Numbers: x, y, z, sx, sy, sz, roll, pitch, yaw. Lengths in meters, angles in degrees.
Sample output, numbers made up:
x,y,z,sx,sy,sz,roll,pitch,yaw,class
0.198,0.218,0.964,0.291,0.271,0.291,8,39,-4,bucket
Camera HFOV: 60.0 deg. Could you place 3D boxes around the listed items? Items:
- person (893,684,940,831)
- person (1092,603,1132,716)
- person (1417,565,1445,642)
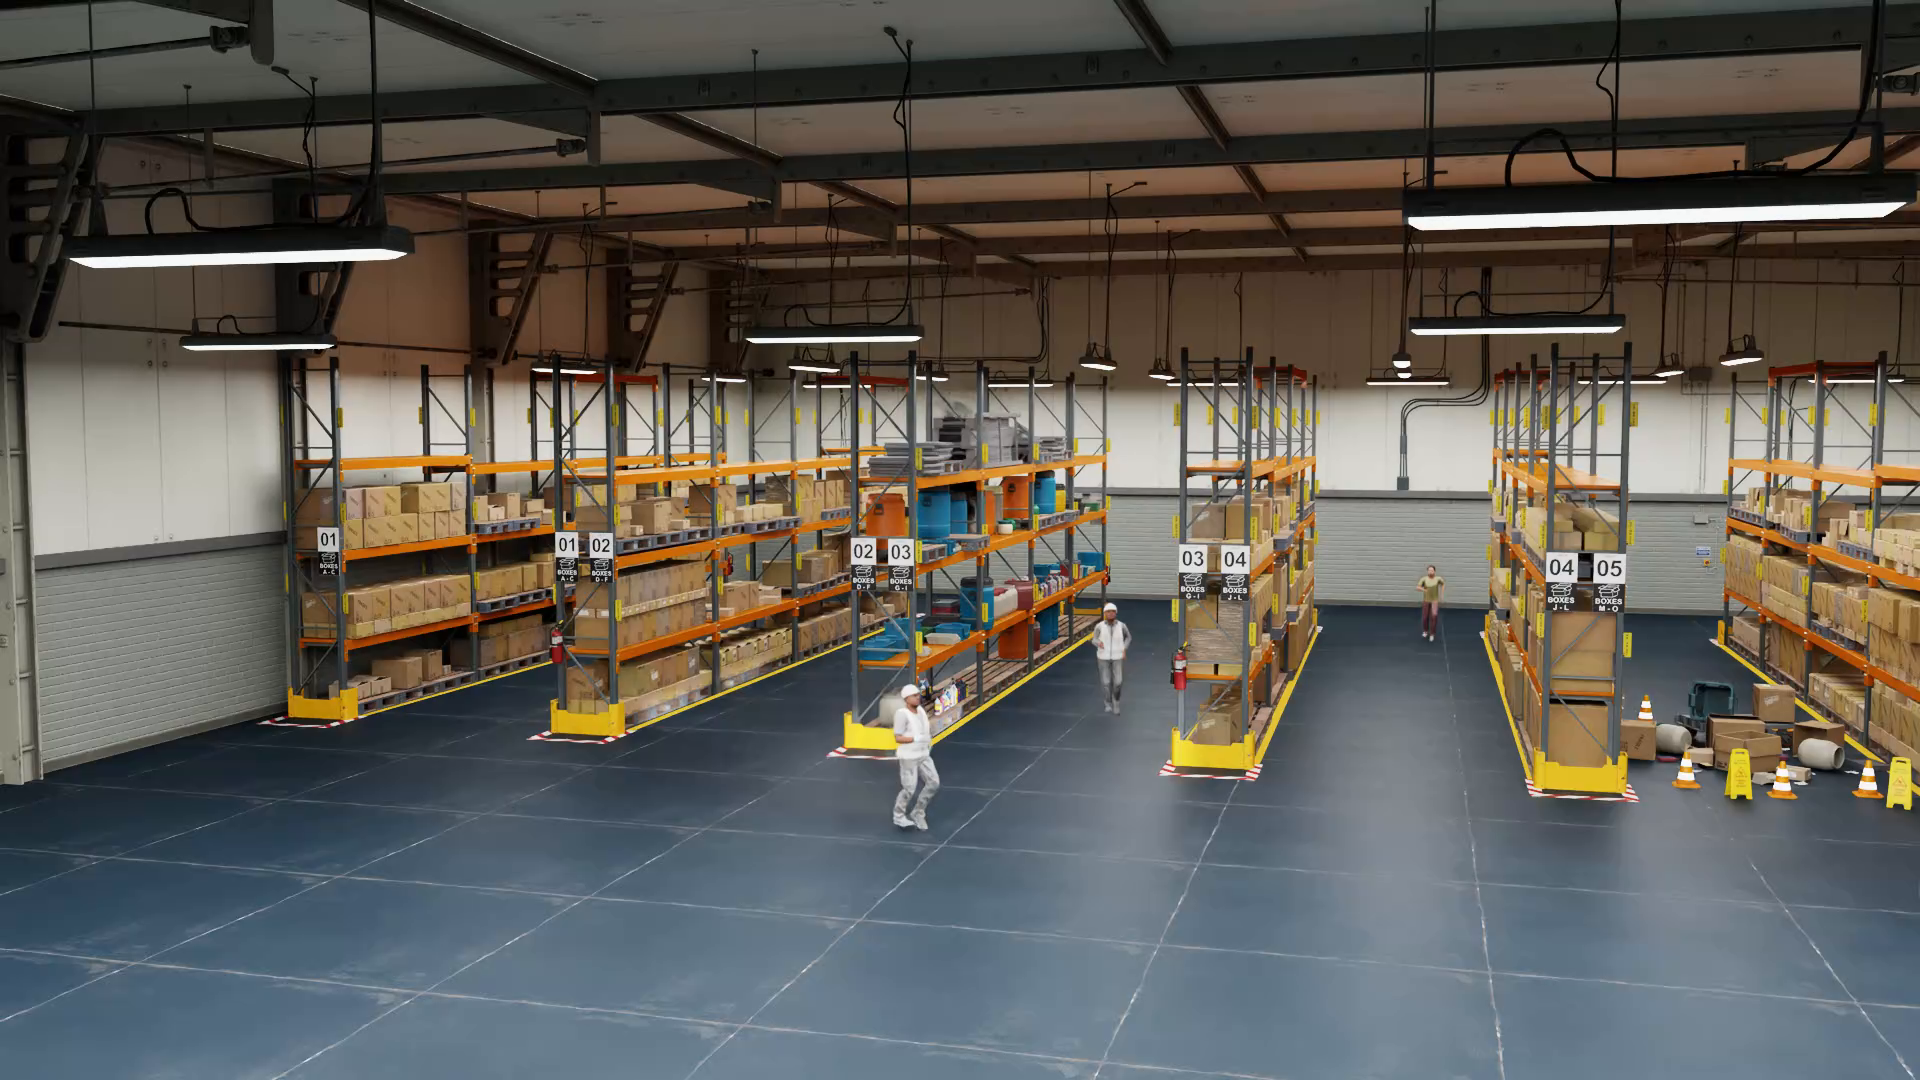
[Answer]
x,y,z,sx,sy,sz,roll,pitch,yaw,class
-0.524,2.646,20.089,0.667,1.803,0.640,3,5,40,person
2.417,1.913,26.490,0.638,1.803,0.646,0,4,4,person
10.580,1.405,37.425,0.587,1.685,0.869,2,4,20,person
